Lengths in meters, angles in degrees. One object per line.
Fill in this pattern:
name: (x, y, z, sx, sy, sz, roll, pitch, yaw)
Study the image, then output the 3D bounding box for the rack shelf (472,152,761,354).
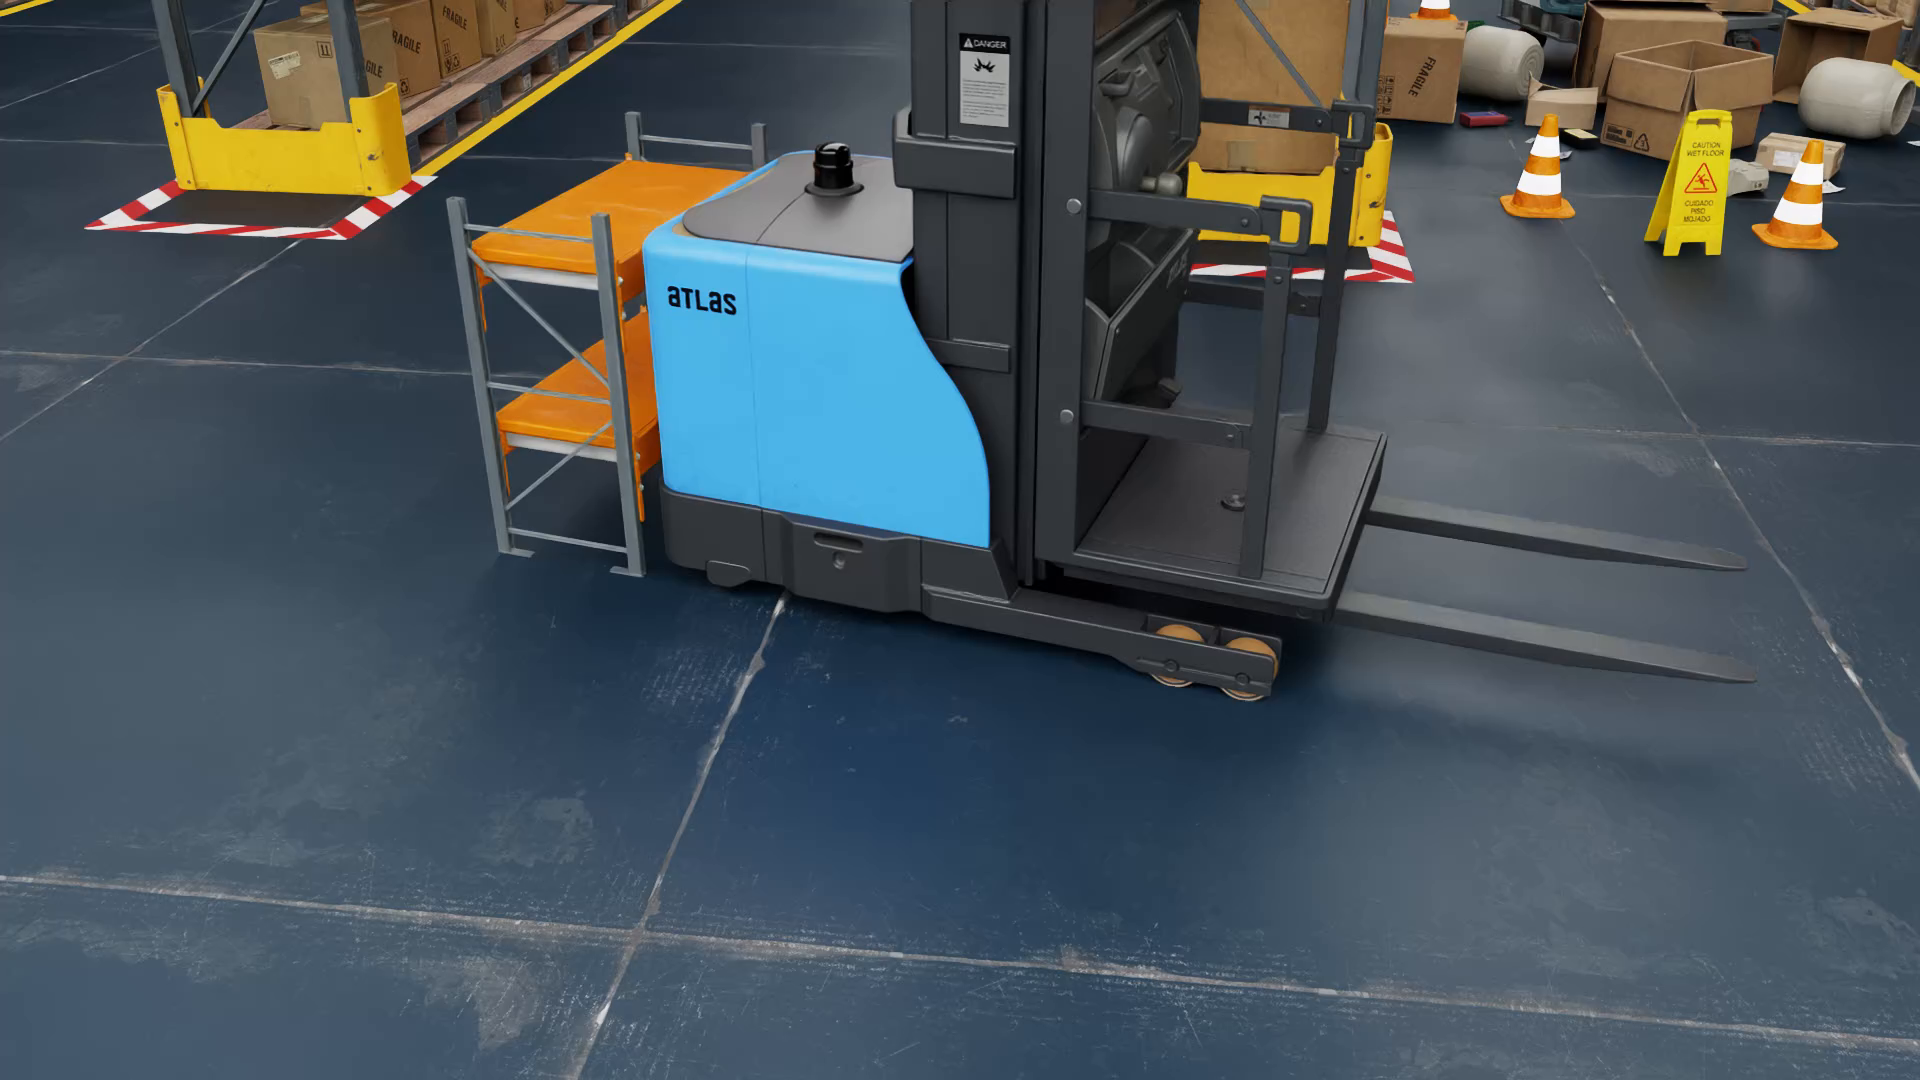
rack shelf: (-1.031, -0.911, 5.138, 0.538, 0.278, 1.000, 9, 30, 17)

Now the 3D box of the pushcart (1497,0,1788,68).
pushcart: (4.565, -3.416, 11.193, 1.648, 0.377, 0.936, -6, 29, -11)

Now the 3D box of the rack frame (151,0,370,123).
rack frame: (-3.492, -3.155, 7.943, 1.000, 3.000, 0.127, 3, 28, 6)

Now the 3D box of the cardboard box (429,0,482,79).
cardboard box: (-3.264, -3.109, 10.051, 0.500, 0.500, 0.500, 6, 29, 11)

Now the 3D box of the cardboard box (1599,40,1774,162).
cardboard box: (4.046, -2.454, 9.274, 0.797, 0.503, 0.637, -17, 33, -29)

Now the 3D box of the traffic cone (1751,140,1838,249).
traffic cone: (3.973, -1.644, 7.813, 0.336, 0.463, 0.334, 3, 28, 6)

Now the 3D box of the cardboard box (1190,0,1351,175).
cardboard box: (1.436, -2.391, 8.324, 0.875, 0.875, 0.875, 4, 29, 6)

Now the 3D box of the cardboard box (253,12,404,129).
cardboard box: (-3.399, -2.532, 8.980, 0.500, 0.500, 0.500, 9, 30, 16)

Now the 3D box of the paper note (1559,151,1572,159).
paper note: (3.290, -2.131, 9.175, 0.144, 0.017, 0.142, 14, 31, 24)

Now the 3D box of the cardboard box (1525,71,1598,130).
cardboard box: (3.526, -2.582, 9.763, 0.396, 0.266, 0.258, 8, 29, 15)

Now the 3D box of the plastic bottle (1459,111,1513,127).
plastic bottle: (3.100, -2.478, 9.785, 0.283, 0.061, 0.133, -6, 29, -11)

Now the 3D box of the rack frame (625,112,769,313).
rack frame: (-0.866, -0.882, 5.700, 0.500, 1.125, 0.032, 9, 30, 17)

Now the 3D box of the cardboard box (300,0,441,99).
cardboard box: (-3.359, -2.816, 9.506, 0.500, 0.500, 0.500, 11, 30, 19)

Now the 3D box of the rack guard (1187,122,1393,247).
rack guard: (1.416, -1.707, 7.892, 1.175, 0.500, 0.348, 3, 28, 6)

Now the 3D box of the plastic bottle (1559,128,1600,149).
plastic bottle: (3.491, -2.280, 9.419, 0.133, 0.061, 0.283, -6, 29, -11)

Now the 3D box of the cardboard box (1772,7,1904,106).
cardboard box: (5.352, -2.937, 10.172, 0.500, 0.500, 0.500, -24, 36, -37)

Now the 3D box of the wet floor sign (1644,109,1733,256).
wet floor sign: (3.380, -1.654, 7.639, 0.267, 0.644, 0.232, -1, 28, -3)

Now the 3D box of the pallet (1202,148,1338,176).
pallet: (1.439, -1.972, 8.688, 1.003, 0.211, 1.213, 3, 28, 6)

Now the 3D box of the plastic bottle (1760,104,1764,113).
plastic bottle: (4.814, -2.670, 10.141, 0.133, 0.061, 0.283, 8, 29, 15)

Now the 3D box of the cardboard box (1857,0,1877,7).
cardboard box: (6.980, -4.075, 11.980, 0.950, 0.372, 0.625, 5, 29, 9)

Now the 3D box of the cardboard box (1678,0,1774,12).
cardboard box: (5.063, -3.784, 10.948, 0.500, 0.500, 0.500, 3, 28, 6)

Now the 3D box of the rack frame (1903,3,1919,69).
rack frame: (6.834, -4.462, 10.369, 1.000, 3.000, 0.127, 3, 28, 6)

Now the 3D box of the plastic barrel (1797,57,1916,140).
plastic barrel: (5.094, -2.505, 9.453, 0.421, 0.421, 0.512, -24, 36, -37)

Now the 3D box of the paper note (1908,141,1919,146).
paper note: (5.451, -2.237, 9.370, 0.142, 0.019, 0.148, -6, 29, -11)

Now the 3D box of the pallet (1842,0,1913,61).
pallet: (6.928, -3.601, 11.711, 1.003, 0.211, 1.213, 3, 28, 6)

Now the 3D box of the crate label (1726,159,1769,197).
crate label: (4.007, -1.874, 8.584, 0.250, 0.136, 0.298, -11, 30, -20)

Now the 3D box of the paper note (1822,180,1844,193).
paper note: (4.484, -1.832, 8.619, 0.148, 0.019, 0.142, -6, 29, -11)

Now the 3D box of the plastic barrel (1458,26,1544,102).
plastic barrel: (3.292, -2.944, 10.269, 0.421, 0.421, 0.512, -24, 36, -37)

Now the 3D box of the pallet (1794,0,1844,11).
pallet: (7.075, -4.177, 12.780, 1.003, 0.211, 1.213, 3, 28, 6)

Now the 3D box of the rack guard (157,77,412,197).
rack guard: (-3.482, -2.090, 8.602, 1.175, 0.500, 0.348, 3, 28, 6)

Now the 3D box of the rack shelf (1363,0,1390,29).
rack shelf: (1.664, -3.444, 9.238, 1.077, 0.370, 4.000, 3, 28, 6)

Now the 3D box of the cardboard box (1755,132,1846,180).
cardboard box: (4.499, -2.058, 8.913, 0.380, 0.149, 0.250, 20, 34, 32)

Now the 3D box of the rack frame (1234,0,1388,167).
rack frame: (1.418, -2.819, 7.320, 1.000, 3.000, 0.127, 3, 28, 6)

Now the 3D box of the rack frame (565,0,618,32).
rack frame: (-3.002, -5.038, 11.438, 1.000, 3.000, 0.127, 3, 28, 6)

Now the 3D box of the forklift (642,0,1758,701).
forklift: (0.681, -1.145, 4.284, 3.031, 2.935, 1.130, 10, 30, 18)

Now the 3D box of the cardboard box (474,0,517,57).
cardboard box: (-3.151, -3.369, 10.534, 0.500, 0.500, 0.500, 1, 28, 2)

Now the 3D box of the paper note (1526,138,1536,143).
paper note: (3.252, -2.275, 9.463, 0.032, 0.001, 0.123, 20, 34, 32)

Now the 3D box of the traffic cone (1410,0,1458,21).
traffic cone: (3.572, -4.128, 12.425, 0.336, 0.463, 0.334, 3, 28, 6)

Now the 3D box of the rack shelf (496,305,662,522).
rack shelf: (-1.031, -0.438, 5.393, 0.538, 0.278, 1.000, 9, 30, 17)

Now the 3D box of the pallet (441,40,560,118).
pallet: (-3.196, -2.916, 10.440, 1.003, 0.211, 1.213, 3, 28, 6)

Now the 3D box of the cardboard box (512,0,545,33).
cardboard box: (-3.153, -3.666, 11.085, 0.500, 0.500, 0.500, 13, 31, 22)

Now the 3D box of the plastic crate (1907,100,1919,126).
plastic crate: (5.827, -2.485, 9.778, 0.402, 0.080, 0.583, -6, 29, -11)

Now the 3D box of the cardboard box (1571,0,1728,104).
cardboard box: (4.153, -2.954, 10.060, 0.797, 0.637, 0.503, 3, 28, 6)

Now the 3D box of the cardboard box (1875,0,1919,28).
cardboard box: (6.895, -3.737, 11.351, 0.950, 0.372, 0.625, 4, 29, 7)

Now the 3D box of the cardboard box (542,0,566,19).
cardboard box: (-3.090, -3.936, 11.586, 0.500, 0.500, 0.500, 3, 28, 5)

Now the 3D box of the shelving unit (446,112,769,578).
shelving unit: (-1.031, -0.653, 5.277, 0.538, 1.125, 1.048, 9, 30, 17)

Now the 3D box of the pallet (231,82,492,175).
pallet: (-3.348, -2.343, 9.377, 1.003, 0.211, 1.213, 3, 28, 6)

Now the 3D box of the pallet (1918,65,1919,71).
pallet: (6.786, -2.916, 10.440, 1.003, 0.211, 1.213, 3, 28, 6)

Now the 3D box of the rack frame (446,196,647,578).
rack frame: (-1.195, -0.425, 4.853, 0.500, 1.125, 0.032, 9, 30, 17)

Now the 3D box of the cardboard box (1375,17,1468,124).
cardboard box: (2.737, -2.812, 9.940, 0.500, 0.500, 0.500, 8, 29, 15)

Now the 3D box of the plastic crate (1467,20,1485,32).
plastic crate: (3.187, -3.331, 11.175, 0.450, 0.188, 0.662, 9, 28, 37)

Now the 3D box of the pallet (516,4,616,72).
pallet: (-3.049, -3.492, 11.509, 1.003, 0.211, 1.213, 3, 28, 6)

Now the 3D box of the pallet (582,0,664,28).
pallet: (-2.908, -4.177, 12.780, 1.003, 0.211, 1.213, 3, 28, 6)

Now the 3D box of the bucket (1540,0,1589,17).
bucket: (4.180, -3.732, 10.863, 0.726, 0.611, 0.620, 14, 21, 24)

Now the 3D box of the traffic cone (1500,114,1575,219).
traffic cone: (2.893, -1.870, 8.232, 0.336, 0.463, 0.334, 3, 28, 6)
